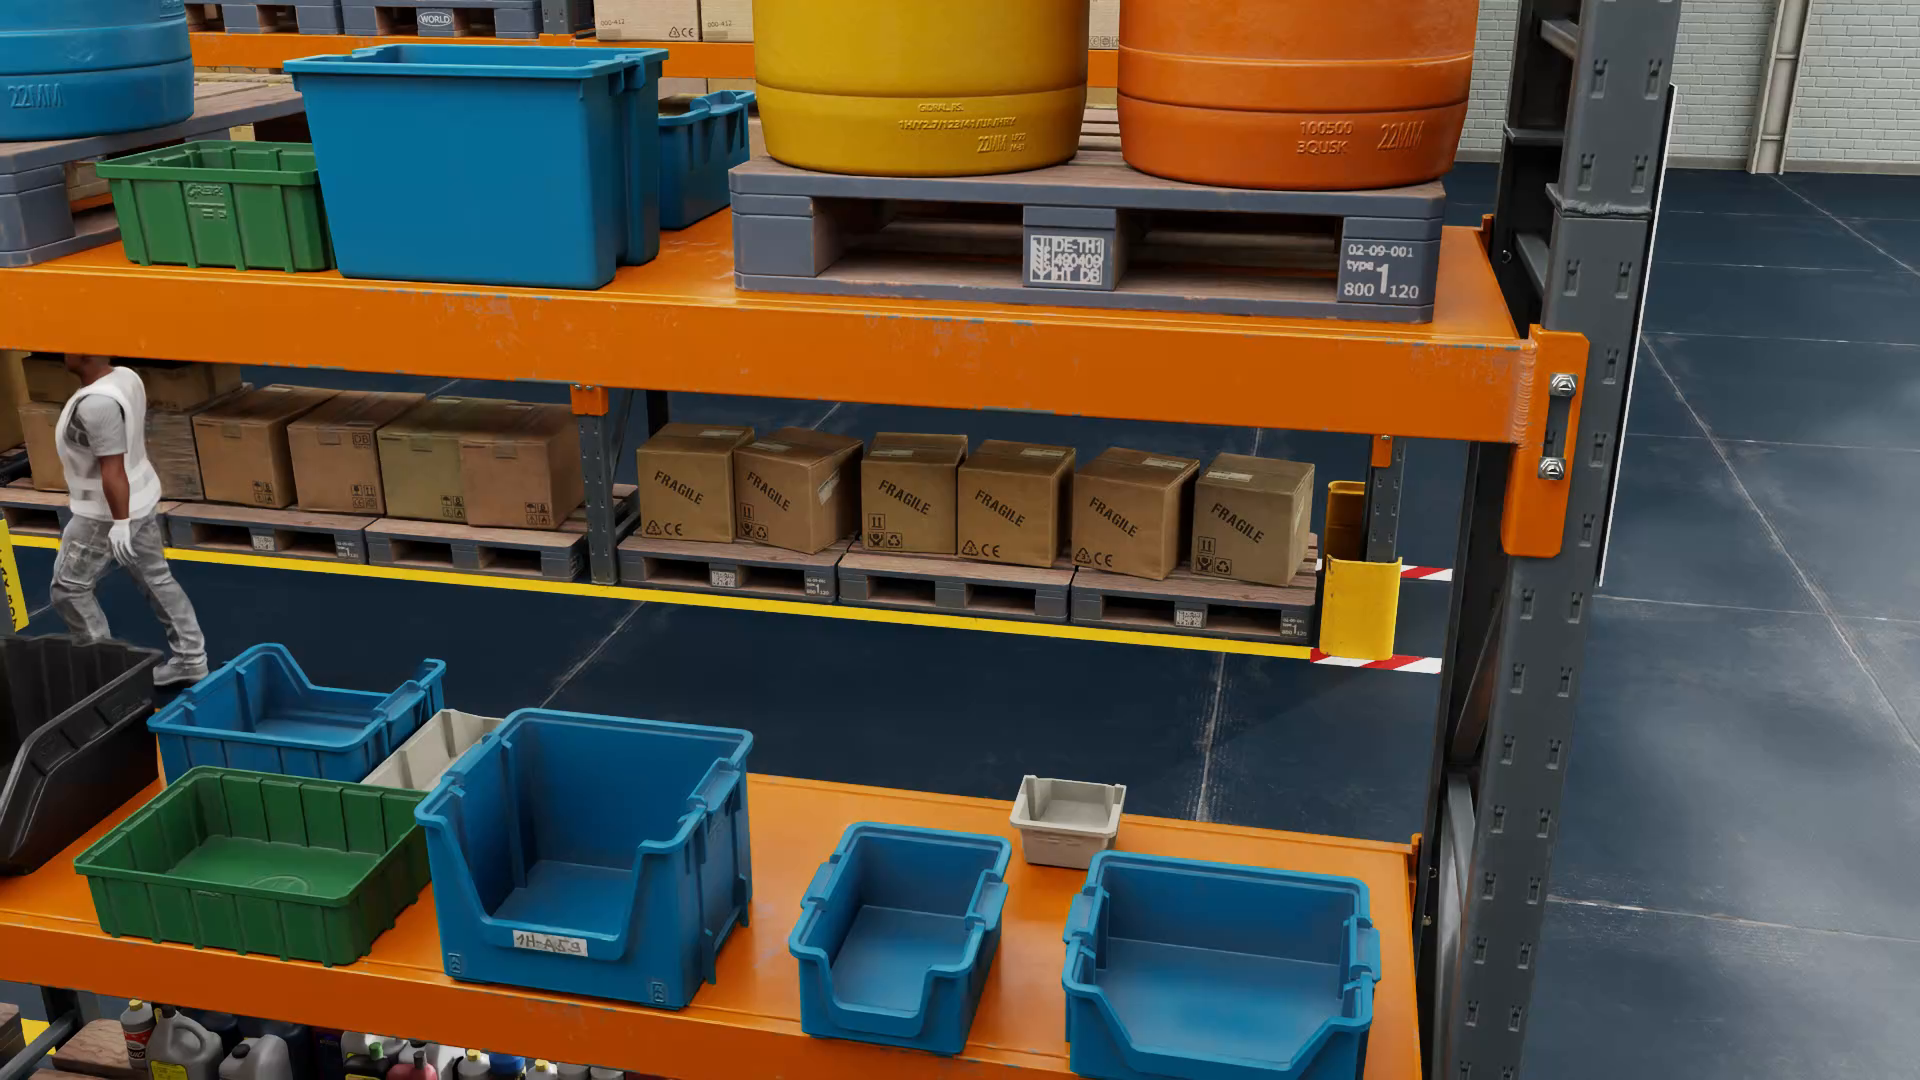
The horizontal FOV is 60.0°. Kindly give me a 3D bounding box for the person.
[{"bbox_3d":[-3.785,-0.110,7.368,0.591,1.844,0.615,-3,22,-8],"label":"person"}]
